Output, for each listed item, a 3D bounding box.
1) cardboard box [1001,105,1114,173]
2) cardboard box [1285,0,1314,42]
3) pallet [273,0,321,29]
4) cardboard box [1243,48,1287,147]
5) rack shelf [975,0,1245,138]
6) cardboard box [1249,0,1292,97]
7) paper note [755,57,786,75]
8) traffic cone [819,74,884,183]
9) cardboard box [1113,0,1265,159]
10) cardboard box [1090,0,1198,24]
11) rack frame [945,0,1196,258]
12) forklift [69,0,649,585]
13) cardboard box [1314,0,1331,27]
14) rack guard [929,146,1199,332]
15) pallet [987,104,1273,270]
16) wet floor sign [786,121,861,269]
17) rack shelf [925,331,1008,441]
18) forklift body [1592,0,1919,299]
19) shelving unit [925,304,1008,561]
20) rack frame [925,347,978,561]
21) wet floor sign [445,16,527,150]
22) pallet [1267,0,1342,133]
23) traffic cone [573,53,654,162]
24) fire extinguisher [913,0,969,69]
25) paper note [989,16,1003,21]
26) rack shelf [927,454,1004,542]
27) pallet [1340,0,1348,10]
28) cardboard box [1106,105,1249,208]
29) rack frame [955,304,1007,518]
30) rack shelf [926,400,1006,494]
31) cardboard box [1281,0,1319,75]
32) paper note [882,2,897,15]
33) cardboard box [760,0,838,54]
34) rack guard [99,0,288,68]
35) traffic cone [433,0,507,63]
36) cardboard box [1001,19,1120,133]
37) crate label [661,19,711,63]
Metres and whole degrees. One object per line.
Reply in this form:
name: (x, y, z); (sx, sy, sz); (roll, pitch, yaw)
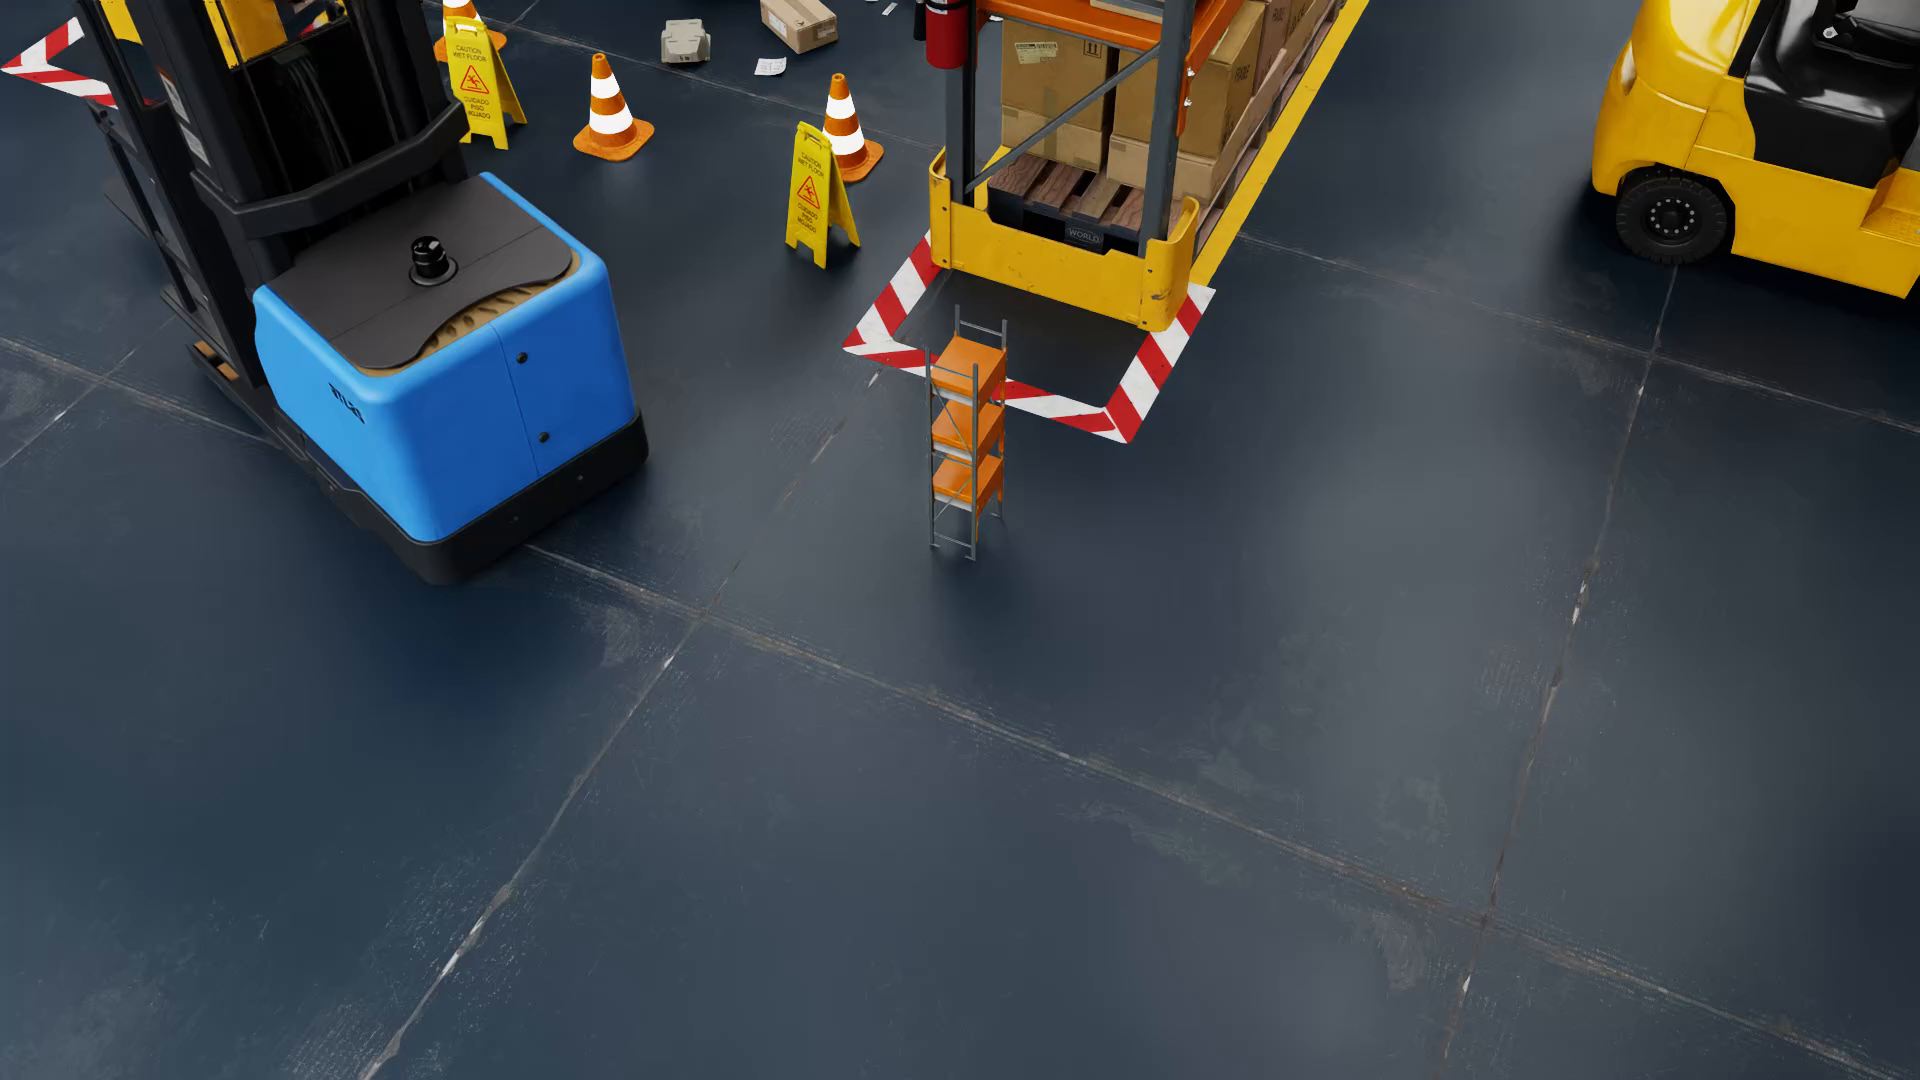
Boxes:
cardboard box: (0.525, -2.035, 7.857); (0.500, 0.250, 0.500); (20, 52, 16)
cardboard box: (1.458, -2.803, 8.018); (0.500, 0.500, 0.500); (21, 53, 17)
pallet: (-3.835, -3.342, 9.271); (1.003, 0.211, 1.213); (20, 52, 16)
cardboard box: (1.232, -2.188, 7.987); (0.500, 0.250, 0.500); (22, 53, 17)
rack shelf: (1.267, -3.273, 7.853); (1.077, 0.370, 4.000); (20, 52, 16)
cardboard box: (1.236, -2.460, 7.726); (0.500, 0.500, 0.500); (18, 52, 15)
paper note: (-0.983, -2.465, 8.643); (0.148, 0.019, 0.142); (4, 50, 3)
traffic cone: (-0.570, -2.023, 7.982); (0.336, 0.463, 0.334); (20, 52, 16)
cardboard box: (1.017, -2.099, 7.419); (0.500, 0.500, 0.500); (18, 52, 15)
cardboard box: (0.745, -2.214, 6.644); (0.380, 0.149, 0.250); (20, 52, 16)
rack frame: (0.413, -2.129, 6.407); (1.000, 3.000, 0.127); (20, 52, 16)
forklift: (-2.659, -1.798, 6.171); (1.130, 2.935, 3.031); (-37, 59, -27)
cardboard box: (1.672, -2.915, 8.606); (0.500, 0.250, 0.500); (21, 53, 17)
rack guard: (0.445, -1.371, 7.404); (1.175, 0.500, 0.348); (20, 52, 16)
pallet: (0.824, -1.826, 7.980); (1.003, 0.211, 1.213); (20, 52, 16)
wet floor sign: (-0.636, -1.583, 7.489); (0.232, 0.644, 0.267); (-37, 59, -27)
rack shelf: (0.023, -0.554, 5.989); (0.215, 0.259, 0.240); (20, 52, 16)
forklift body: (4.063, -2.141, 6.974); (2.313, 2.155, 1.214); (20, 52, 16)
shelving unit: (0.023, -0.377, 6.197); (0.215, 1.050, 0.252); (20, 52, 16)
rack frame: (-0.029, -0.293, 6.125); (0.200, 1.050, 0.008); (20, 52, 16)
wet floor sign: (-2.328, -2.243, 8.050); (0.267, 0.644, 0.232); (12, 51, 10)
pallet: (1.347, -2.663, 8.692); (1.003, 0.211, 1.213); (20, 52, 16)
traffic cone: (-1.719, -2.150, 8.090); (0.336, 0.463, 0.334); (20, 52, 16)
fire extinguisher: (-0.053, -2.175, 6.497); (0.296, 0.674, 0.183); (20, 52, 16)
paper note: (0.203, -2.852, 8.971); (0.142, 0.019, 0.148); (4, 50, 3)
rack shelf: (0.023, -0.190, 6.416); (0.215, 0.259, 0.240); (20, 52, 16)
pallet: (1.867, -3.506, 9.410); (1.003, 0.211, 1.213); (20, 52, 16)
cardboard box: (1.007, -1.839, 7.690); (0.500, 0.250, 0.500); (19, 52, 16)
rack frame: (0.075, -0.461, 6.268); (0.200, 1.050, 0.008); (20, 52, 16)
rack shelf: (0.023, -0.370, 6.205); (0.215, 0.259, 0.240); (20, 52, 16)
cardboard box: (1.454, -2.568, 8.311); (0.500, 0.250, 0.500); (23, 53, 18)
paper note: (-0.380, -2.877, 9.007); (0.032, 0.001, 0.123); (20, 52, 16)
cardboard box: (-0.854, -2.764, 8.820); (0.250, 0.149, 0.380); (-28, 55, -22)
rack guard: (-4.116, -2.843, 8.656); (1.175, 0.500, 0.348); (20, 52, 16)
traffic cone: (-2.595, -2.751, 8.603); (0.336, 0.463, 0.334); (20, 52, 16)
cardboard box: (0.519, -2.253, 7.550); (0.500, 0.500, 0.500); (20, 53, 16)
crate label: (-1.439, -2.606, 8.692); (0.250, 0.136, 0.298); (-4, 50, -3)
